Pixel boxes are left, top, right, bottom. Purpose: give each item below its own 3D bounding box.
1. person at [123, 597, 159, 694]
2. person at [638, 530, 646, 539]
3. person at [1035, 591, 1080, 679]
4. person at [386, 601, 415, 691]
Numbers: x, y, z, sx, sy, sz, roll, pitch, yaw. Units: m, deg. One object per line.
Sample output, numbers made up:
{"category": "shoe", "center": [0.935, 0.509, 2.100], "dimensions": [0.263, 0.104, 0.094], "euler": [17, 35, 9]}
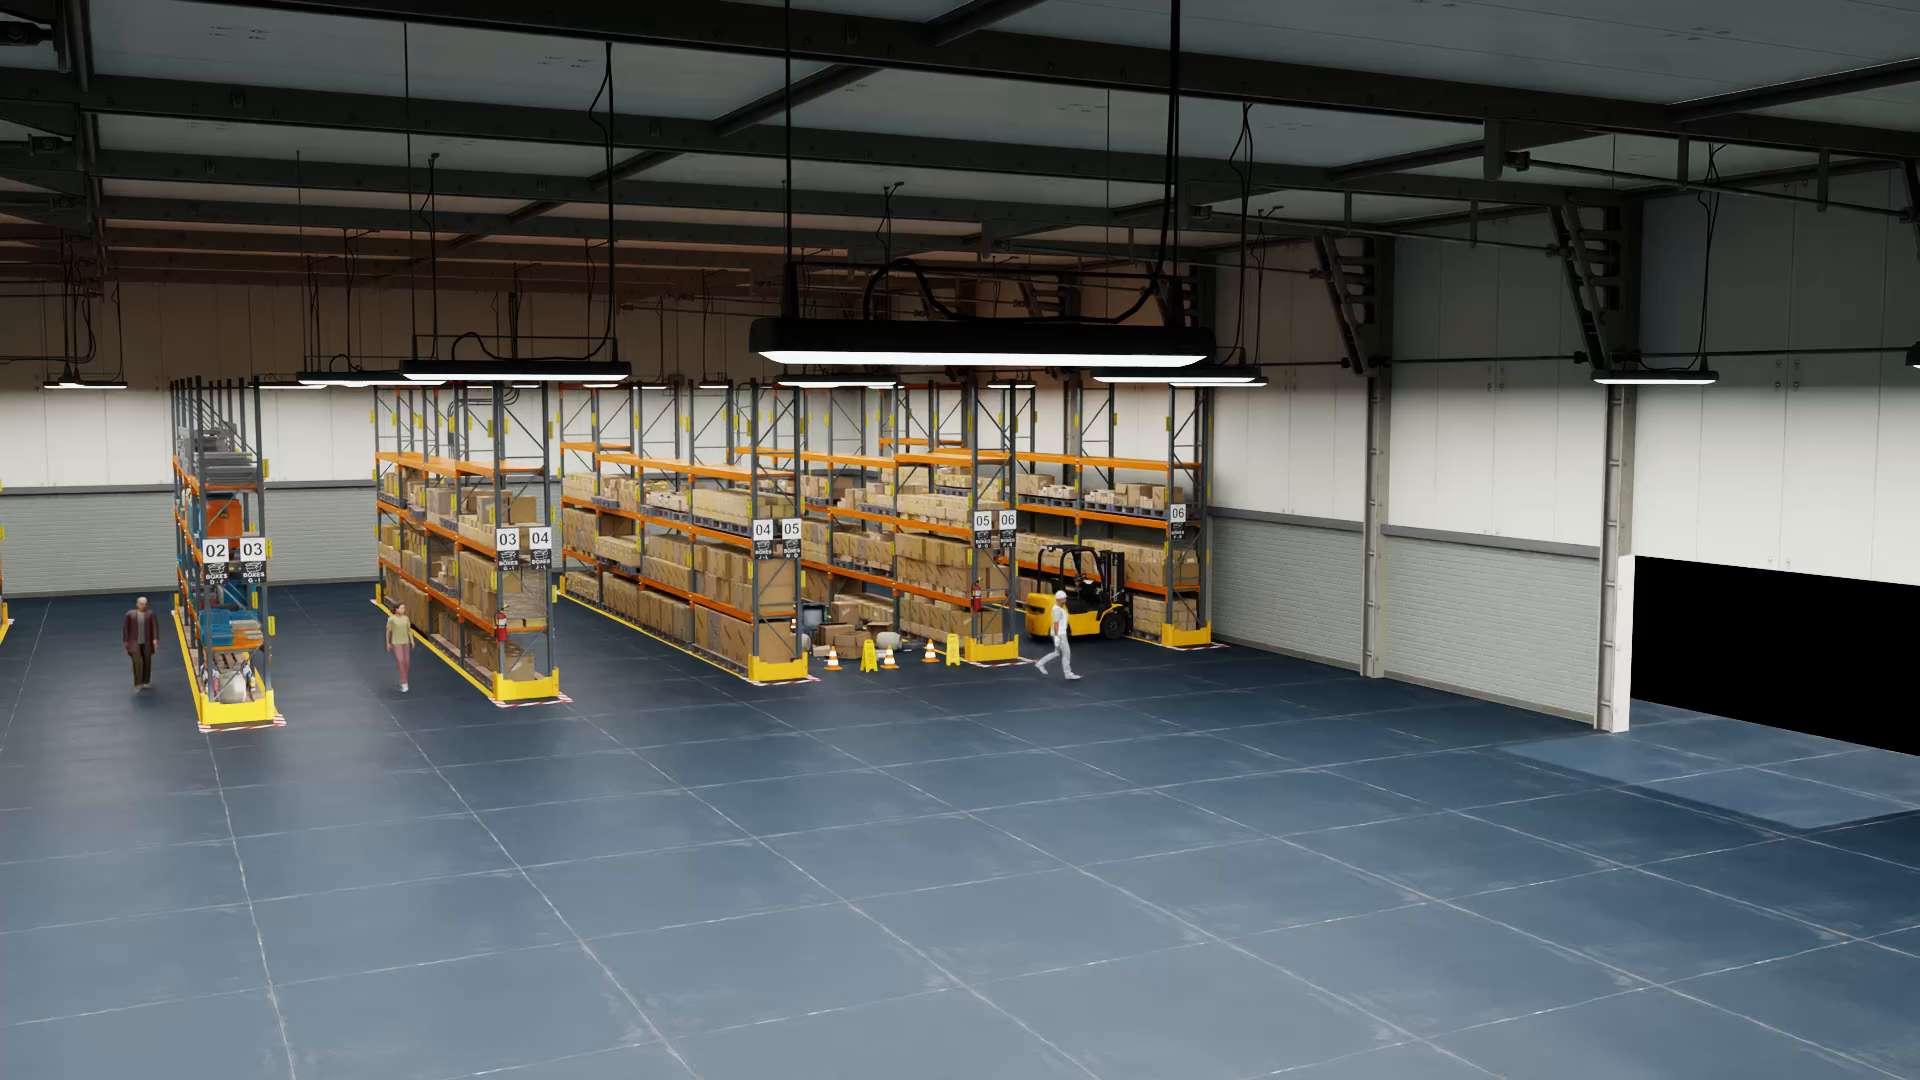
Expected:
{"category": "person", "center": [-15.720, 2.009, 31.958], "dimensions": [0.608, 1.811, 0.708], "euler": [-3, 6, -34]}
{"category": "person", "center": [-9.289, 0.561, 48.487], "dimensions": [0.833, 1.751, 0.578], "euler": [3, 6, 33]}
{"category": "person", "center": [1.957, 1.888, 33.219], "dimensions": [0.905, 1.759, 0.619], "euler": [1, 5, 6]}
{"category": "person", "center": [-10.753, 2.045, 32.150], "dimensions": [0.690, 1.683, 0.466], "euler": [5, 7, 42]}
